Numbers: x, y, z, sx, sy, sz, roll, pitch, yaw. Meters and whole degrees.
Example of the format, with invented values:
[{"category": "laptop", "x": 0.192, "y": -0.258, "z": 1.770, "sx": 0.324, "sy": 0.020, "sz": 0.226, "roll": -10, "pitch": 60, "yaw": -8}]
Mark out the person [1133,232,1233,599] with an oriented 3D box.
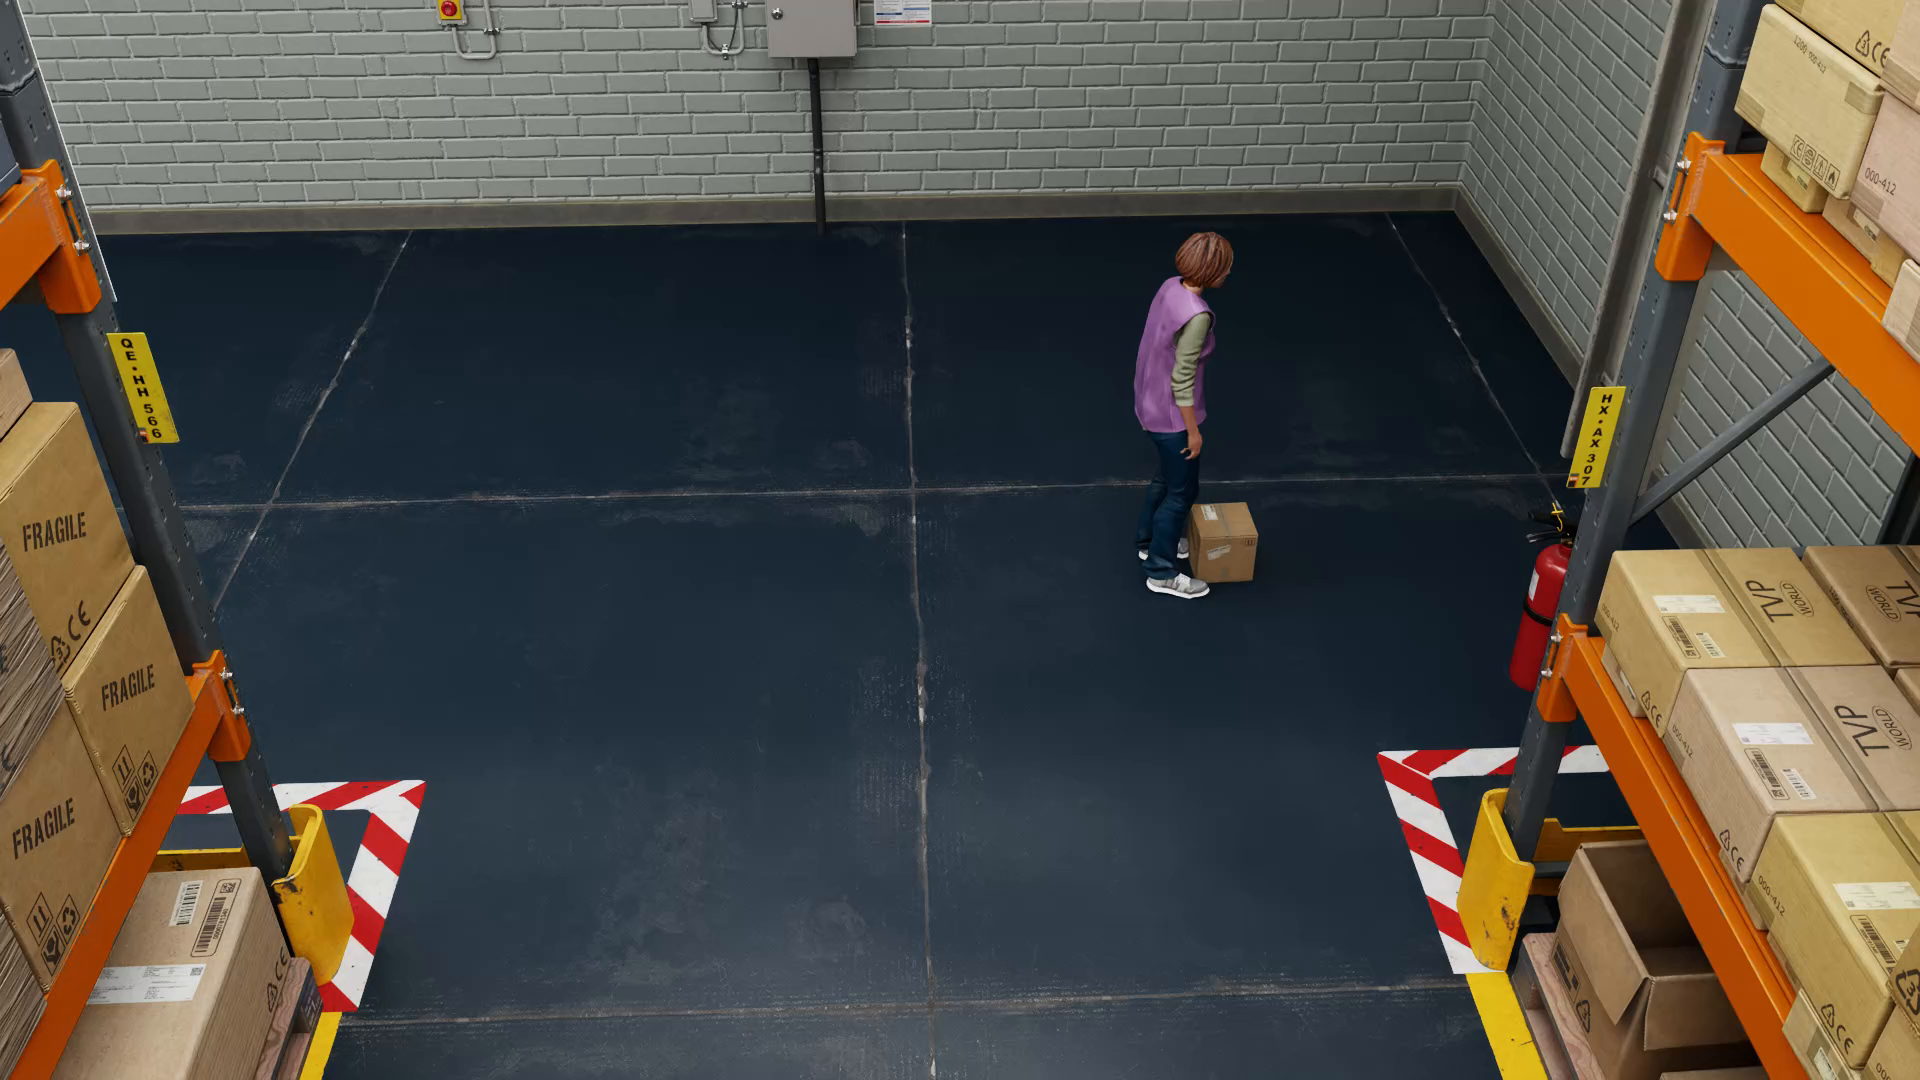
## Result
[{"category": "person", "x": 0.898, "y": -0.521, "z": 6.881, "sx": 0.345, "sy": 1.591, "sz": 0.477, "roll": -4, "pitch": 36, "yaw": -5}]
